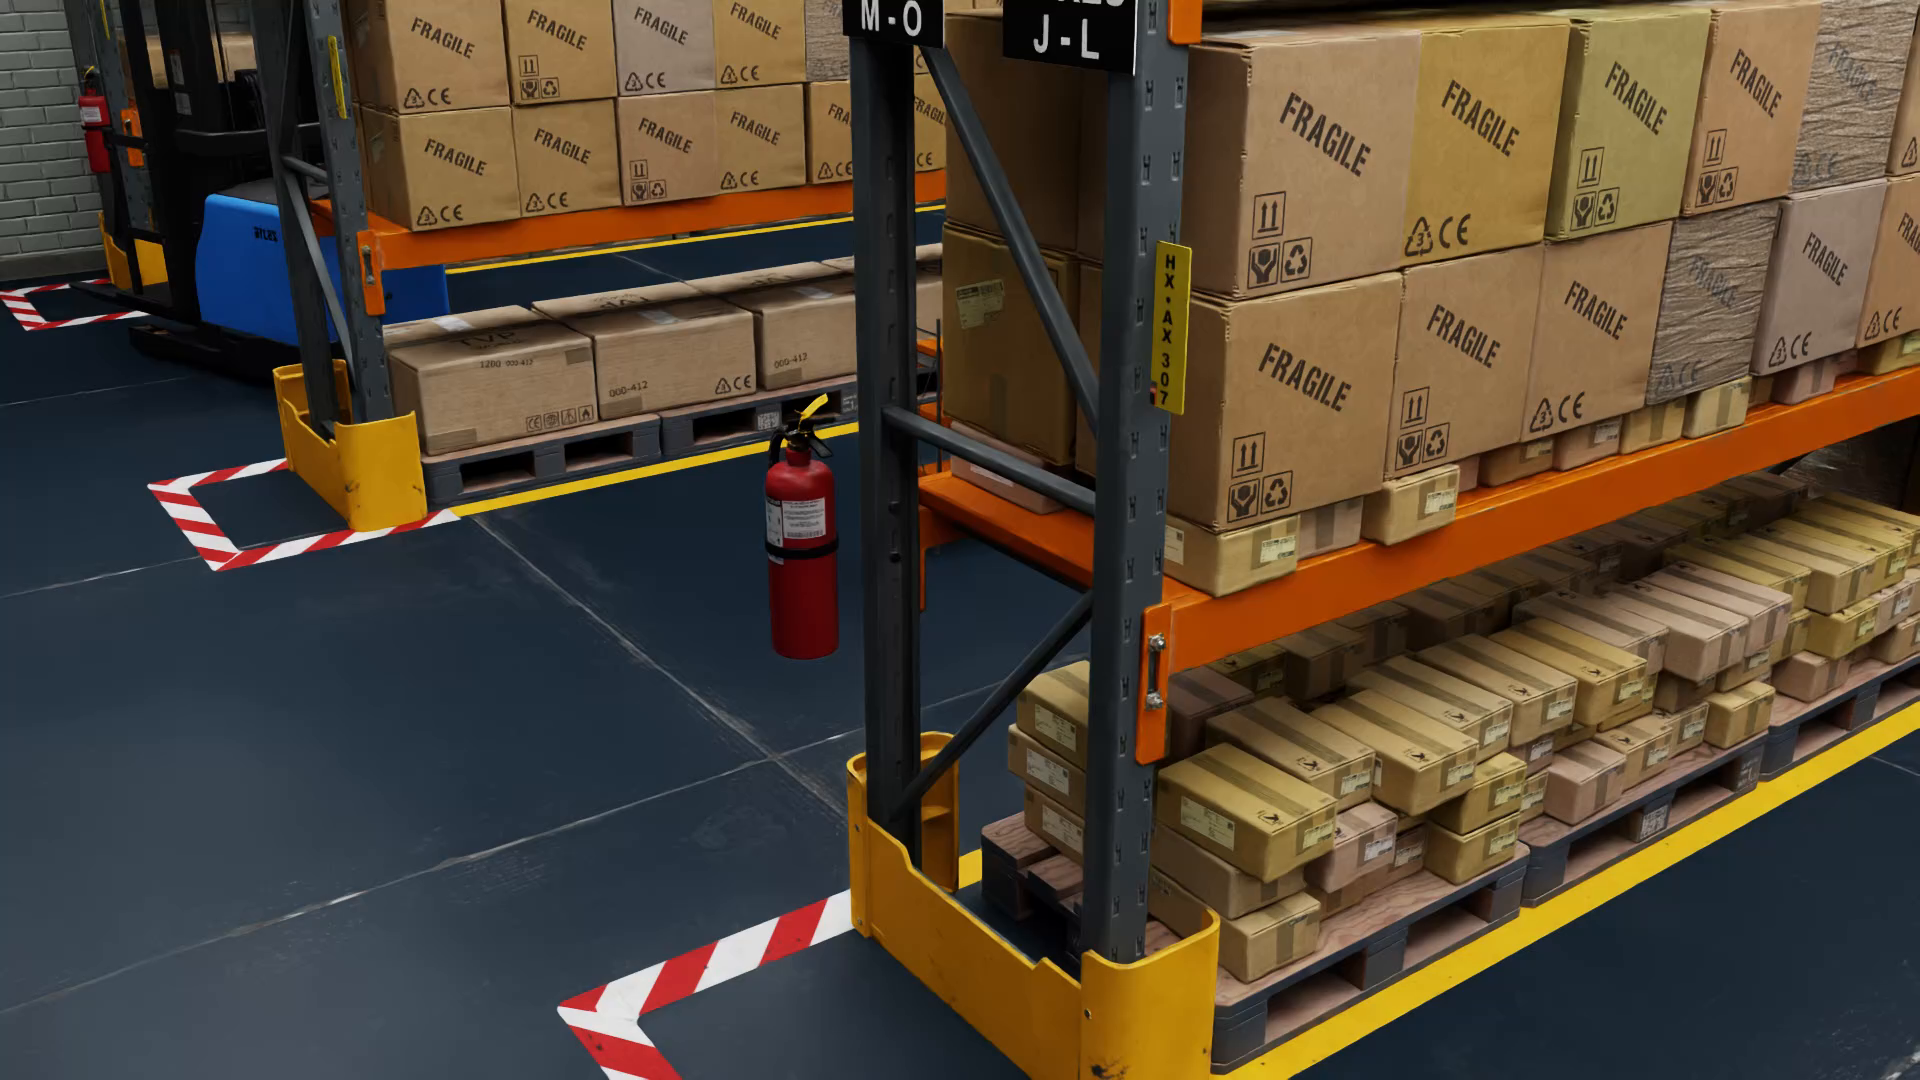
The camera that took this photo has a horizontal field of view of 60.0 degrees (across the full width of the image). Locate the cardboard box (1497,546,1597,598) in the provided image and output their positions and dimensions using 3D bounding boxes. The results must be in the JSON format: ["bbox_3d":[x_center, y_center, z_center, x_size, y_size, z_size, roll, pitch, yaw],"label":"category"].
[{"bbox_3d":[1.871,0.119,5.528,0.250,0.149,0.380,-16,27,-35],"label":"cardboard box"}]

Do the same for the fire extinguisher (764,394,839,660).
[{"bbox_3d":[-0.389,-0.044,4.068,0.183,0.674,0.296,-15,26,-33],"label":"fire extinguisher"}]

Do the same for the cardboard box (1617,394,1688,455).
[{"bbox_3d":[1.776,-0.377,4.633,0.250,0.149,0.380,-14,26,-31],"label":"cardboard box"}]

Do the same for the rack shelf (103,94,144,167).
[{"bbox_3d":[-4.166,-3.228,12.408,4.000,0.370,1.077,-15,26,-33],"label":"rack shelf"}]

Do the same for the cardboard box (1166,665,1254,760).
[{"bbox_3d":[0.605,0.456,4.684,0.250,0.149,0.380,-14,26,-32],"label":"cardboard box"}]

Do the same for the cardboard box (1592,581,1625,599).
[{"bbox_3d":[2.064,0.194,5.743,0.250,0.149,0.380,-14,25,-30],"label":"cardboard box"}]

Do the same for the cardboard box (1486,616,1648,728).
[{"bbox_3d":[1.766,0.382,4.870,0.250,0.149,0.380,-14,26,-32],"label":"cardboard box"}]

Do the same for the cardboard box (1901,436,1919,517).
[{"bbox_3d":[4.087,-0.149,6.529,0.500,0.500,0.500,-14,26,-31],"label":"cardboard box"}]

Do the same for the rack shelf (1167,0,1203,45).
[{"bbox_3d":[1.709,-1.661,4.435,4.000,0.370,1.077,-15,26,-33],"label":"rack shelf"}]

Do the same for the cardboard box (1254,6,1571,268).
[{"bbox_3d":[1.011,-0.947,3.836,0.500,0.500,0.500,-14,26,-31],"label":"cardboard box"}]

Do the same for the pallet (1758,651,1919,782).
[{"bbox_3d":[2.808,0.416,6.068,1.213,0.211,1.003,-15,26,-33],"label":"pallet"}]

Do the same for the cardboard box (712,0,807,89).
[{"bbox_3d":[-1.098,-2.501,8.134,0.500,0.500,0.500,-15,26,-33],"label":"cardboard box"}]

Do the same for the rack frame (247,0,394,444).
[{"bbox_3d":[-2.887,-1.636,7.450,0.127,3.000,1.000,-15,26,-33],"label":"rack frame"}]

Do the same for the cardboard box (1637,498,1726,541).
[{"bbox_3d":[2.497,-0.059,5.973,0.250,0.149,0.380,-15,26,-34],"label":"cardboard box"}]

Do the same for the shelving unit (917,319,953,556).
[{"bbox_3d":[-0.043,-0.476,7.173,0.252,1.050,0.215,-15,26,-33],"label":"shelving unit"}]

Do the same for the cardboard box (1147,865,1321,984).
[{"bbox_3d":[0.698,0.943,4.266,0.250,0.149,0.380,-14,26,-32],"label":"cardboard box"}]

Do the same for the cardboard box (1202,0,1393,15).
[{"bbox_3d":[0.723,-1.102,4.225,0.500,0.500,0.500,-16,27,-35],"label":"cardboard box"}]

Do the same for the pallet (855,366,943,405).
[{"bbox_3d":[-0.303,-1.066,9.783,1.213,0.211,1.003,-15,26,-33],"label":"pallet"}]

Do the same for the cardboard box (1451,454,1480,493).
[{"bbox_3d":[1.102,-0.231,4.267,0.250,0.149,0.380,-14,25,-30],"label":"cardboard box"}]

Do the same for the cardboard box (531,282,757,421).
[{"bbox_3d":[-1.672,-1.015,8.783,0.875,0.438,0.875,-14,26,-31],"label":"cardboard box"}]

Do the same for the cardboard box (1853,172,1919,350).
[{"bbox_3d":[2.683,-0.918,5.113,0.500,0.500,0.500,-16,27,-34],"label":"cardboard box"}]

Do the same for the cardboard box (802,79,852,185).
[{"bbox_3d":[-0.682,-2.145,8.590,0.500,0.500,0.500,-15,26,-34],"label":"cardboard box"}]

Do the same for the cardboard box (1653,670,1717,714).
[{"bbox_3d":[2.157,0.383,5.268,0.250,0.149,0.380,-16,27,-35],"label":"cardboard box"}]

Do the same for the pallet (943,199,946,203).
[{"bbox_3d":[0.076,-3.415,15.670,1.213,0.211,1.003,-15,26,-33],"label":"pallet"}]

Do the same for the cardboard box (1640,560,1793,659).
[{"bbox_3d":[2.391,0.216,5.286,0.250,0.149,0.380,-16,27,-35],"label":"cardboard box"}]

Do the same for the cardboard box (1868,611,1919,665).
[{"bbox_3d":[3.213,0.282,5.924,0.250,0.149,0.380,-15,26,-32],"label":"cardboard box"}]

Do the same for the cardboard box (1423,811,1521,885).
[{"bbox_3d":[1.332,0.783,4.666,0.250,0.149,0.380,-15,26,-32],"label":"cardboard box"}]

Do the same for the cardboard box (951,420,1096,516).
[{"bbox_3d":[0.185,-0.208,4.209,0.250,0.149,0.380,-15,26,-33],"label":"cardboard box"}]

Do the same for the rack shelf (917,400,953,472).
[{"bbox_3d":[-0.043,-0.466,7.177,0.240,0.259,0.215,-15,26,-33],"label":"rack shelf"}]

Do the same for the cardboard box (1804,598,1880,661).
[{"bbox_3d":[2.843,0.245,5.613,0.250,0.149,0.380,-16,27,-35],"label":"cardboard box"}]

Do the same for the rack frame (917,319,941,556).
[{"bbox_3d":[-0.142,-0.450,7.107,0.008,1.050,0.200,-15,26,-33],"label":"rack frame"}]

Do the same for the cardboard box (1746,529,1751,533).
[{"bbox_3d":[2.851,-0.062,6.383,0.250,0.149,0.380,-14,25,-30],"label":"cardboard box"}]

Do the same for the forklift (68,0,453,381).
[{"bbox_3d":[-4.526,-2.621,10.010,3.031,2.935,1.130,16,27,34],"label":"forklift"}]

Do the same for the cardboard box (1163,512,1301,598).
[{"bbox_3d":[0.540,-0.024,3.748,0.250,0.149,0.380,-15,26,-33],"label":"cardboard box"}]

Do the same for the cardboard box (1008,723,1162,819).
[{"bbox_3d":[0.347,0.622,4.670,0.250,0.149,0.380,-16,27,-34],"label":"cardboard box"}]

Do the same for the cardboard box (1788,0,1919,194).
[{"bbox_3d":[2.269,-1.281,4.673,0.500,0.500,0.500,-14,26,-31],"label":"cardboard box"}]

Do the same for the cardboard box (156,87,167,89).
[{"bbox_3d":[-5.362,-3.001,11.208,0.250,0.149,0.380,-15,26,-33],"label":"cardboard box"}]

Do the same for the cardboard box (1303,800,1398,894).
[{"bbox_3d":[0.916,0.743,4.365,0.250,0.149,0.380,-15,26,-33],"label":"cardboard box"}]

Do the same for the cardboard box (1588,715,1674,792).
[{"bbox_3d":[1.946,0.604,5.115,0.250,0.149,0.380,-15,26,-33],"label":"cardboard box"}]

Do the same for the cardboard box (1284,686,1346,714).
[{"bbox_3d":[1.046,0.481,5.021,0.250,0.149,0.380,-15,26,-33],"label":"cardboard box"}]

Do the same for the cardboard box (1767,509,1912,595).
[{"bbox_3d":[3.011,0.040,5.725,0.250,0.149,0.380,-15,26,-32],"label":"cardboard box"}]

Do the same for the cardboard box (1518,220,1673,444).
[{"bbox_3d":[1.436,-0.594,4.300,0.500,0.500,0.500,-15,26,-32],"label":"cardboard box"}]

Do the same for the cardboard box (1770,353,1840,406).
[{"bbox_3d":[2.413,-0.541,5.045,0.250,0.149,0.380,-16,27,-35],"label":"cardboard box"}]

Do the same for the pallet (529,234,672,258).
[{"bbox_3d":[-3.100,-2.551,13.505,1.213,0.211,1.003,-15,26,-33],"label":"pallet"}]

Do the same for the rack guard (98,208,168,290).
[{"bbox_3d":[-5.728,-1.984,11.695,0.348,0.500,1.175,-15,26,-33],"label":"rack guard"}]

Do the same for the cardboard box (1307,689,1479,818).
[{"bbox_3d":[1.142,0.561,4.422,0.250,0.149,0.380,-15,26,-33],"label":"cardboard box"}]

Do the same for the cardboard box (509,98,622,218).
[{"bbox_3d":[-1.936,-1.818,7.771,0.500,0.500,0.500,-15,26,-34],"label":"cardboard box"}]

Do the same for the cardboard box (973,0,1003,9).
[{"bbox_3d":[0.138,-2.828,8.952,0.500,0.500,0.500,-15,26,-33],"label":"cardboard box"}]

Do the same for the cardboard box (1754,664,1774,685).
[{"bbox_3d":[2.492,0.410,5.602,0.250,0.149,0.380,-16,27,-34],"label":"cardboard box"}]

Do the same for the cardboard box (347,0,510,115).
[{"bbox_3d":[-2.331,-2.165,7.292,0.500,0.500,0.500,-16,27,-34],"label":"cardboard box"}]

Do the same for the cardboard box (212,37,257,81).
[{"bbox_3d":[-4.855,-3.324,11.480,0.500,0.250,0.500,-15,26,-32],"label":"cardboard box"}]

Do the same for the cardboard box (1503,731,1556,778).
[{"bbox_3d":[1.495,0.555,4.837,0.250,0.149,0.380,-16,27,-35],"label":"cardboard box"}]

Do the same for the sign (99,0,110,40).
[{"bbox_3d":[-5.472,-3.368,10.621,0.005,0.325,0.100,-15,26,-33],"label":"sign"}]

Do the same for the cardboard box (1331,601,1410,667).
[{"bbox_3d":[1.173,0.250,5.201,0.250,0.149,0.380,-14,26,-31],"label":"cardboard box"}]
